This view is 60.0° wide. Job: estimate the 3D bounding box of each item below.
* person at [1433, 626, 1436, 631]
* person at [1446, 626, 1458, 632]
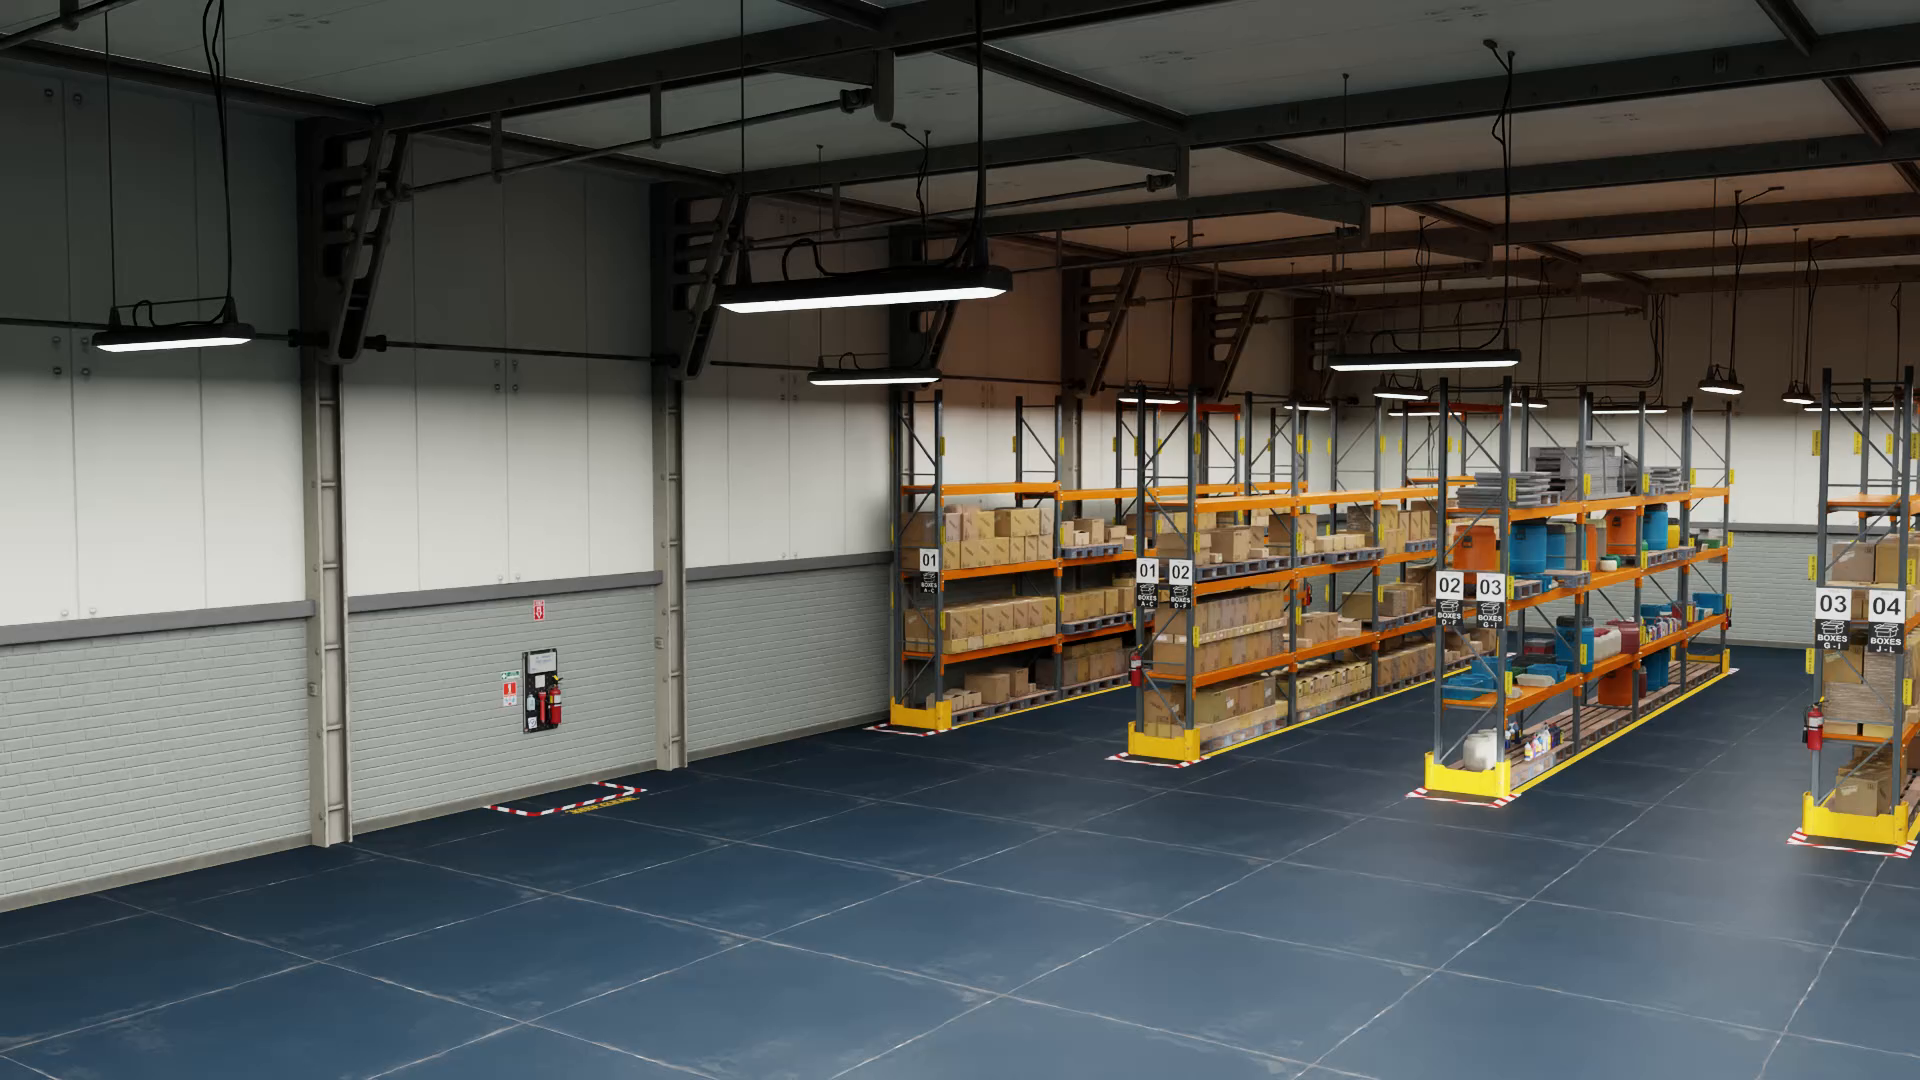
[{"bbox_3d":[12.471,1.762,43.607,0.747,1.577,0.630,-3,4,-44],"label":"person"},{"bbox_3d":[12.306,1.832,41.300,0.751,1.715,0.528,1,3,13],"label":"person"}]
